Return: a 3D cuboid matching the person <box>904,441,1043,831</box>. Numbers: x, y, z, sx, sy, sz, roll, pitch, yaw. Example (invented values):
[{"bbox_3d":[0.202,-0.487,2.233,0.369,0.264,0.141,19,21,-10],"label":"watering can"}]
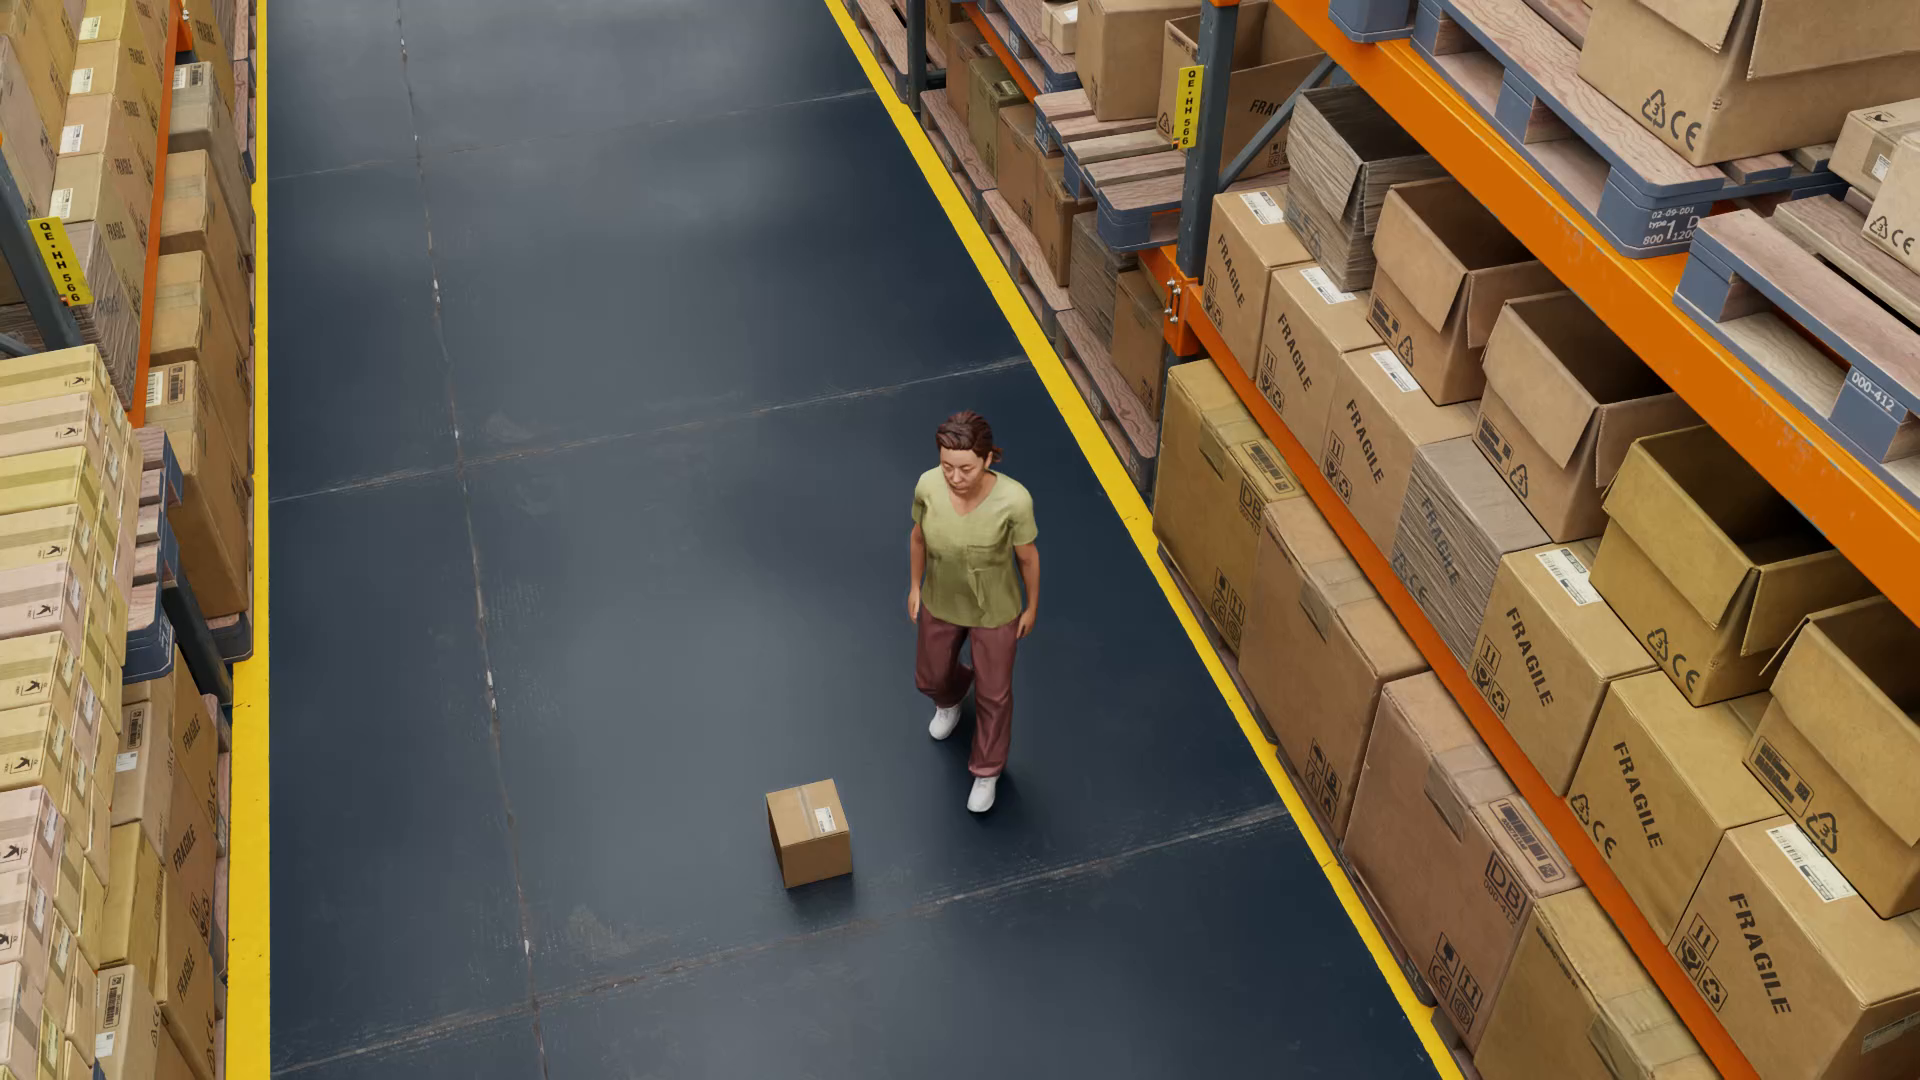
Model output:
[{"bbox_3d":[0.045,0.359,5.774,0.463,1.703,0.402,8,43,9],"label":"person"}]
